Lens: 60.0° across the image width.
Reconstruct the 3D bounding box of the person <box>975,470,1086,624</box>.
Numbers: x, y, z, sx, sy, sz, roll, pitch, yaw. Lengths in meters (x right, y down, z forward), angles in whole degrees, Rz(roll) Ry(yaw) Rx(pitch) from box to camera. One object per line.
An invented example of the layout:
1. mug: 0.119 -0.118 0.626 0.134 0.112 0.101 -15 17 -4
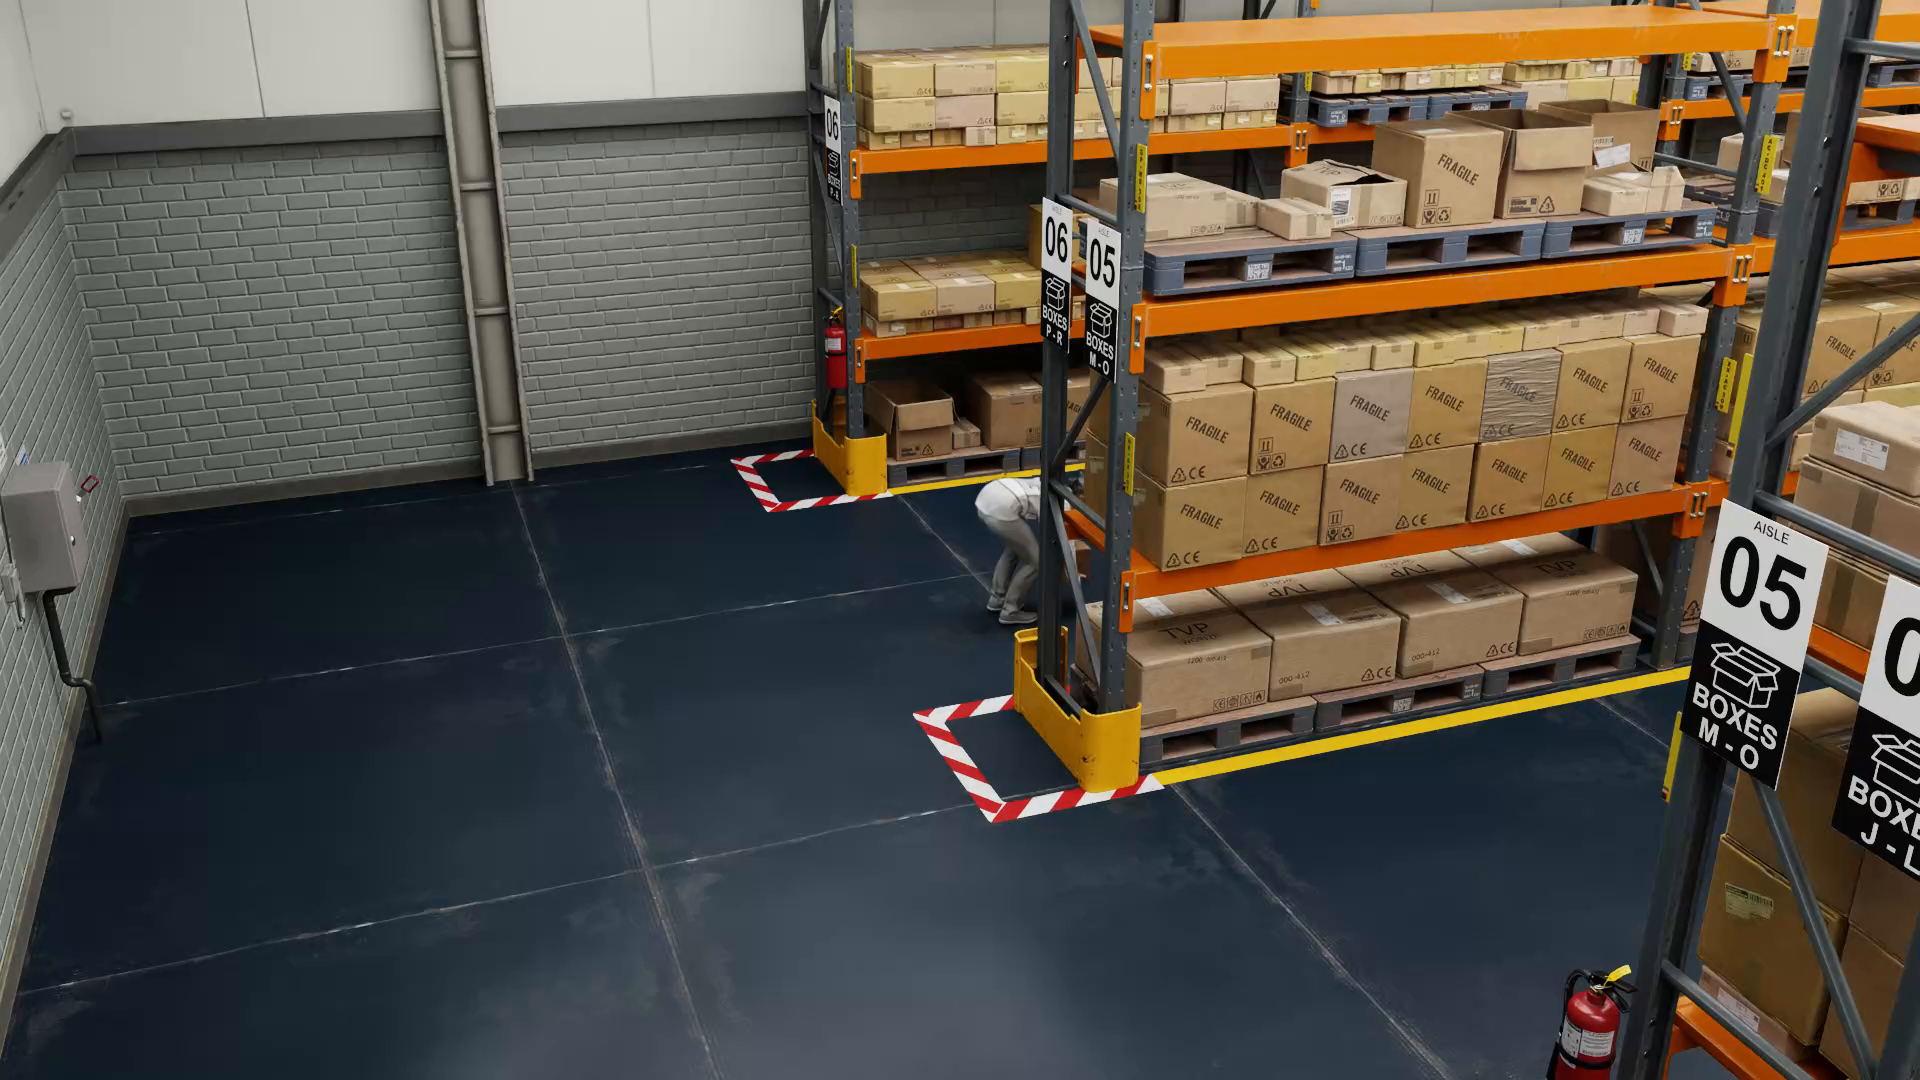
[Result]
1. person: 0.556 0.033 11.583 0.921 1.014 0.429 -9 24 -21
